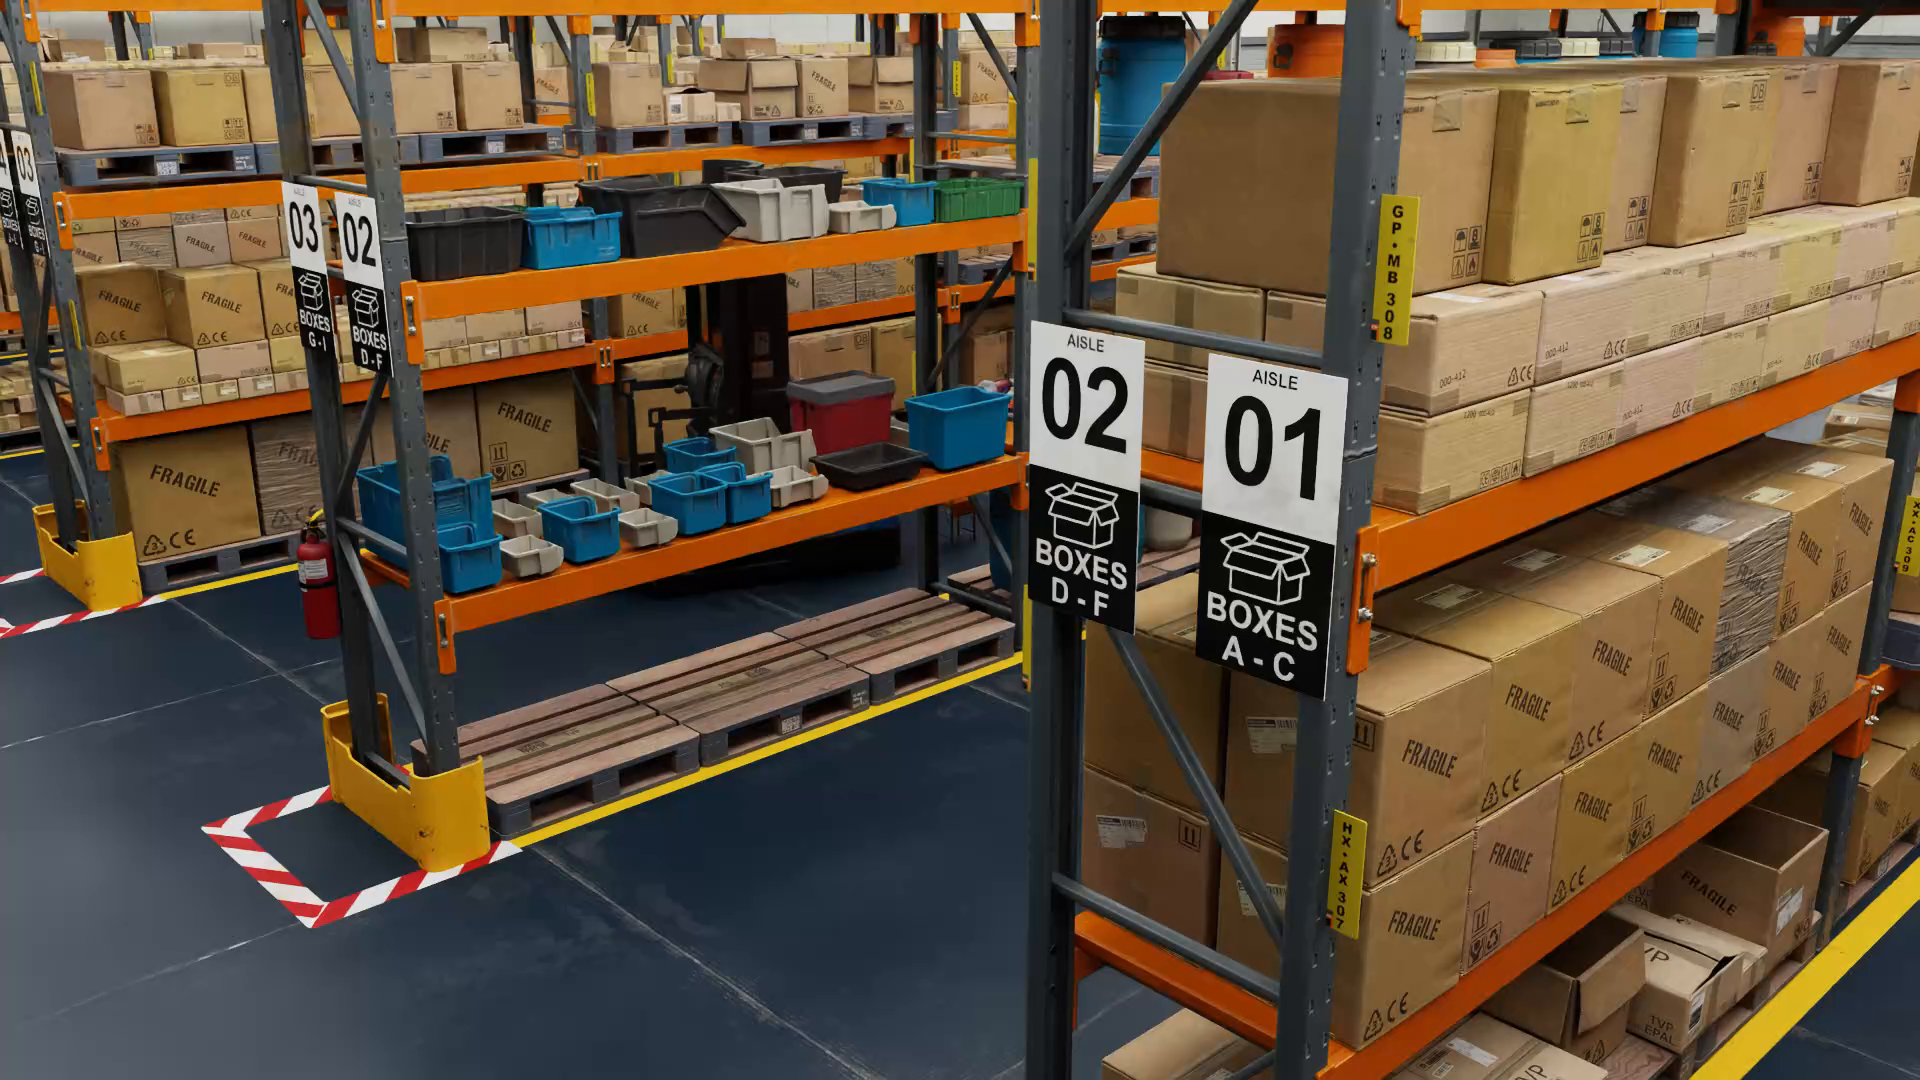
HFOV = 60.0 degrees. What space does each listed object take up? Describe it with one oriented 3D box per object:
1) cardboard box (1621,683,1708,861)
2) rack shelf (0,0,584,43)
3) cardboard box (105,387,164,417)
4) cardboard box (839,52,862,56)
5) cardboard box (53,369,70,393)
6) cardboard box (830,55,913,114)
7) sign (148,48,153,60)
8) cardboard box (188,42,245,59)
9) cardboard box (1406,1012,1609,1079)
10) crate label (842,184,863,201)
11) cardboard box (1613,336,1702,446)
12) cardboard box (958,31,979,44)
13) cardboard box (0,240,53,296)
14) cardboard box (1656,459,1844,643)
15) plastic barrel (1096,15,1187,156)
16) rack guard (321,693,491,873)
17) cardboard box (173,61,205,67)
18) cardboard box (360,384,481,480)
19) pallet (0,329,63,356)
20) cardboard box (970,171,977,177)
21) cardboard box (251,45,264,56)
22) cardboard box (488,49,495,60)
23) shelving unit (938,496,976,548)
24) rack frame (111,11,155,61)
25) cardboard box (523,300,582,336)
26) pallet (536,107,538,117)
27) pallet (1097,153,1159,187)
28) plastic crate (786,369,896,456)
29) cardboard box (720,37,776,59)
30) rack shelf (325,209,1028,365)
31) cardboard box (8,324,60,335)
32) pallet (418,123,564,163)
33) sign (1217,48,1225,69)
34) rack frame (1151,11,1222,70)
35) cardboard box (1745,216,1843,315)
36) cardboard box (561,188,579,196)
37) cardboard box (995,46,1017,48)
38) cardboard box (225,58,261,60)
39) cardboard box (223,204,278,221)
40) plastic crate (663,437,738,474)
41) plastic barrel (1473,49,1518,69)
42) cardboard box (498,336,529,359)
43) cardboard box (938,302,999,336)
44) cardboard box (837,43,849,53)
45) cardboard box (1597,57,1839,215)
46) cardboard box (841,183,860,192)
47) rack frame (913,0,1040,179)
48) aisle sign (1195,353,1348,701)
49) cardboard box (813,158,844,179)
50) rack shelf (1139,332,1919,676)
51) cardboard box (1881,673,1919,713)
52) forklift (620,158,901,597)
[{"bbox_3d":[2.192,0.720,5.739,0.500,0.500,0.500,-16,24,-40],"label":"cardboard box"},{"bbox_3d":[-4.764,-3.842,12.058,4.000,0.370,1.077,-16,24,-41],"label":"rack shelf"},{"bbox_3d":[-5.732,-0.978,11.546,0.250,0.149,0.380,-16,24,-40],"label":"cardboard box"},{"bbox_3d":[-1.962,-7.933,27.485,0.500,0.250,0.500,-17,24,-42],"label":"cardboard box"},{"bbox_3d":[-8.548,-1.501,15.728,0.250,0.149,0.380,-16,24,-41],"label":"cardboard box"},{"bbox_3d":[-0.798,-4.322,15.740,0.637,0.503,0.797,-14,23,-38],"label":"cardboard box"},{"bbox_3d":[-9.736,-5.752,20.030,0.005,0.325,0.100,-16,24,-41],"label":"sign"},{"bbox_3d":[-9.279,-5.961,20.800,0.500,0.500,0.500,-17,24,-42],"label":"cardboard box"},{"bbox_3d":[1.903,1.959,5.823,0.500,0.250,0.500,-16,24,-41],"label":"cardboard box"},{"bbox_3d":[-0.461,-2.097,10.152,0.466,0.136,0.293,-16,24,-41],"label":"crate label"},{"bbox_3d":[1.869,-0.493,5.020,0.500,0.250,0.500,-16,24,-41],"label":"cardboard box"},{"bbox_3d":[0.035,-6.815,22.549,0.250,0.149,0.380,-17,24,-41],"label":"cardboard box"},{"bbox_3d":[-8.664,-2.571,15.406,0.500,0.500,0.500,-16,24,-41],"label":"cardboard box"},{"bbox_3d":[2.933,0.028,6.252,0.500,0.500,0.500,-17,24,-42],"label":"cardboard box"},{"bbox_3d":[1.228,-3.095,11.311,0.708,0.901,0.600,-16,24,-41],"label":"plastic barrel"},{"bbox_3d":[-2.822,1.210,8.441,0.348,0.500,1.175,-16,24,-41],"label":"rack guard"},{"bbox_3d":[-7.436,-4.510,15.954,0.380,0.149,0.250,17,24,42],"label":"cardboard box"},{"bbox_3d":[-4.499,-0.821,13.417,0.875,0.875,0.875,-16,24,-41],"label":"cardboard box"},{"bbox_3d":[-11.612,-2.435,20.153,1.213,0.211,1.003,-16,24,-41],"label":"pallet"},{"bbox_3d":[-0.188,-5.046,23.442,0.550,0.550,0.875,-16,24,-41],"label":"cardboard box"},{"bbox_3d":[-10.936,-7.640,25.935,0.380,0.149,0.250,17,25,42],"label":"cardboard box"},{"bbox_3d":[-5.432,-5.051,17.988,0.637,0.503,0.797,-17,24,-42],"label":"cardboard box"},{"bbox_3d":[-0.039,-0.488,12.788,0.252,1.050,0.215,-16,24,-41],"label":"shelving unit"},{"bbox_3d":[-10.119,-7.019,20.042,0.127,3.000,1.000,-16,24,-41],"label":"rack frame"},{"bbox_3d":[-3.451,-1.862,13.625,0.500,0.250,0.500,-17,24,-42],"label":"cardboard box"},{"bbox_3d":[-5.371,-4.742,18.188,1.003,0.211,1.213,-16,24,-41],"label":"pallet"},{"bbox_3d":[1.417,-2.600,11.584,1.213,0.211,1.003,-16,24,-41],"label":"pallet"},{"bbox_3d":[-0.728,-0.760,10.265,0.583,0.464,0.402,-16,24,-41],"label":"plastic crate"},{"bbox_3d":[-2.667,-6.078,20.998,0.500,0.500,0.500,-16,24,-41],"label":"cardboard box"},{"bbox_3d":[-1.361,-1.495,9.036,4.000,0.370,1.077,-16,24,-41],"label":"rack shelf"},{"bbox_3d":[-11.299,-2.847,20.376,0.875,0.438,0.875,17,25,42],"label":"cardboard box"},{"bbox_3d":[-3.912,-3.158,13.141,1.213,0.211,1.003,-16,24,-41],"label":"pallet"},{"bbox_3d":[2.887,-5.376,18.362,0.005,0.325,0.100,-16,24,-41],"label":"sign"},{"bbox_3d":[2.503,-6.493,18.421,0.127,3.000,1.000,-16,24,-41],"label":"rack frame"},{"bbox_3d":[2.596,-0.942,5.597,0.500,0.250,0.500,-16,24,-41],"label":"cardboard box"},{"bbox_3d":[-4.345,-3.916,18.961,0.250,0.149,0.380,-15,23,-39],"label":"cardboard box"},{"bbox_3d":[0.506,-4.874,17.317,0.500,0.500,0.500,-16,24,-40],"label":"cardboard box"},{"bbox_3d":[-7.243,-4.803,16.856,0.380,0.149,0.250,17,24,41],"label":"cardboard box"},{"bbox_3d":[-7.172,-3.471,16.561,0.500,0.500,0.500,17,25,42],"label":"cardboard box"},{"bbox_3d":[-1.498,-0.428,9.616,0.300,0.233,0.416,-16,24,-41],"label":"plastic crate"},{"bbox_3d":[4.220,-3.577,13.594,0.708,0.830,0.600,-16,24,-41],"label":"plastic barrel"},{"bbox_3d":[-3.680,-1.578,13.395,0.250,0.149,0.380,-17,24,-42],"label":"cardboard box"},{"bbox_3d":[0.062,-2.317,17.393,0.500,0.250,0.500,-15,23,-39],"label":"cardboard box"},{"bbox_3d":[-2.049,-8.110,27.387,0.250,0.149,0.380,-16,24,-40],"label":"cardboard box"},{"bbox_3d":[2.705,-1.488,6.063,0.500,0.500,0.700,-16,24,-41],"label":"cardboard box"},{"bbox_3d":[-0.946,-3.165,16.095,0.637,0.503,0.797,-15,23,-39],"label":"cardboard box"},{"bbox_3d":[0.093,-3.688,9.769,0.127,3.000,1.000,-16,24,-41],"label":"rack frame"},{"bbox_3d":[0.739,-0.032,4.005,0.004,0.787,0.394,-16,24,-41],"label":"aisle sign"},{"bbox_3d":[-1.928,-4.973,21.675,0.500,0.500,0.700,-16,24,-40],"label":"cardboard box"},{"bbox_3d":[2.040,-0.384,5.609,4.000,0.370,1.077,-16,24,-41],"label":"rack shelf"},{"bbox_3d":[4.739,0.640,8.272,0.500,0.250,0.500,-16,24,-41],"label":"cardboard box"},{"bbox_3d":[-2.009,-1.175,11.858,3.031,2.935,1.130,-7,19,-21],"label":"forklift"}]
